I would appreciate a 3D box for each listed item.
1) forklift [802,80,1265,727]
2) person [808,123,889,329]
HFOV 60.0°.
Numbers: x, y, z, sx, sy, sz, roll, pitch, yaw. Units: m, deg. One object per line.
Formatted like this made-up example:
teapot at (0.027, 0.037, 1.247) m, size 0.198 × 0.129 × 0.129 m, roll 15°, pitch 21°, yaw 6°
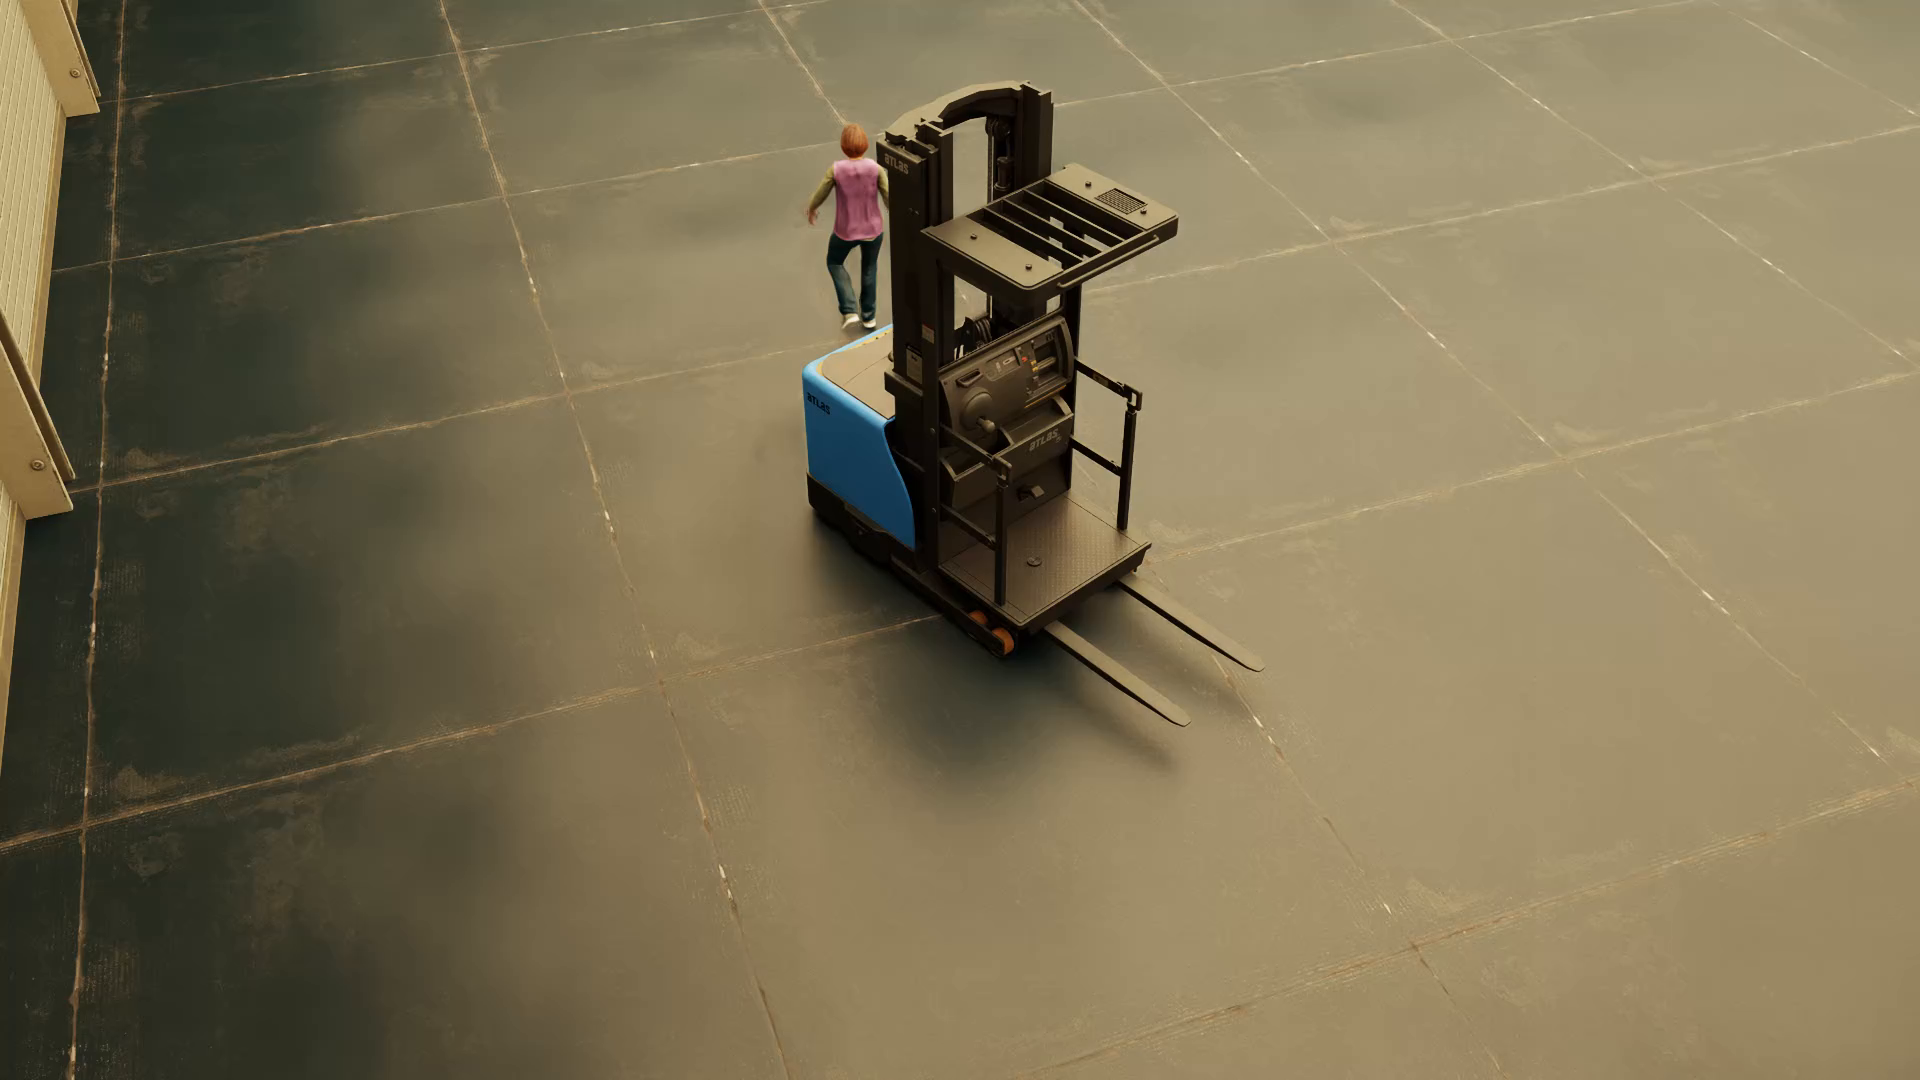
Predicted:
forklift at (0.409, -0.833, 8.988) m, size 1.130 × 2.935 × 3.031 m, roll -30°, pitch 49°, yaw -31°
person at (-0.714, -2.149, 11.612) m, size 0.627 × 1.577 × 0.495 m, roll -8°, pitch 41°, yaw -10°
